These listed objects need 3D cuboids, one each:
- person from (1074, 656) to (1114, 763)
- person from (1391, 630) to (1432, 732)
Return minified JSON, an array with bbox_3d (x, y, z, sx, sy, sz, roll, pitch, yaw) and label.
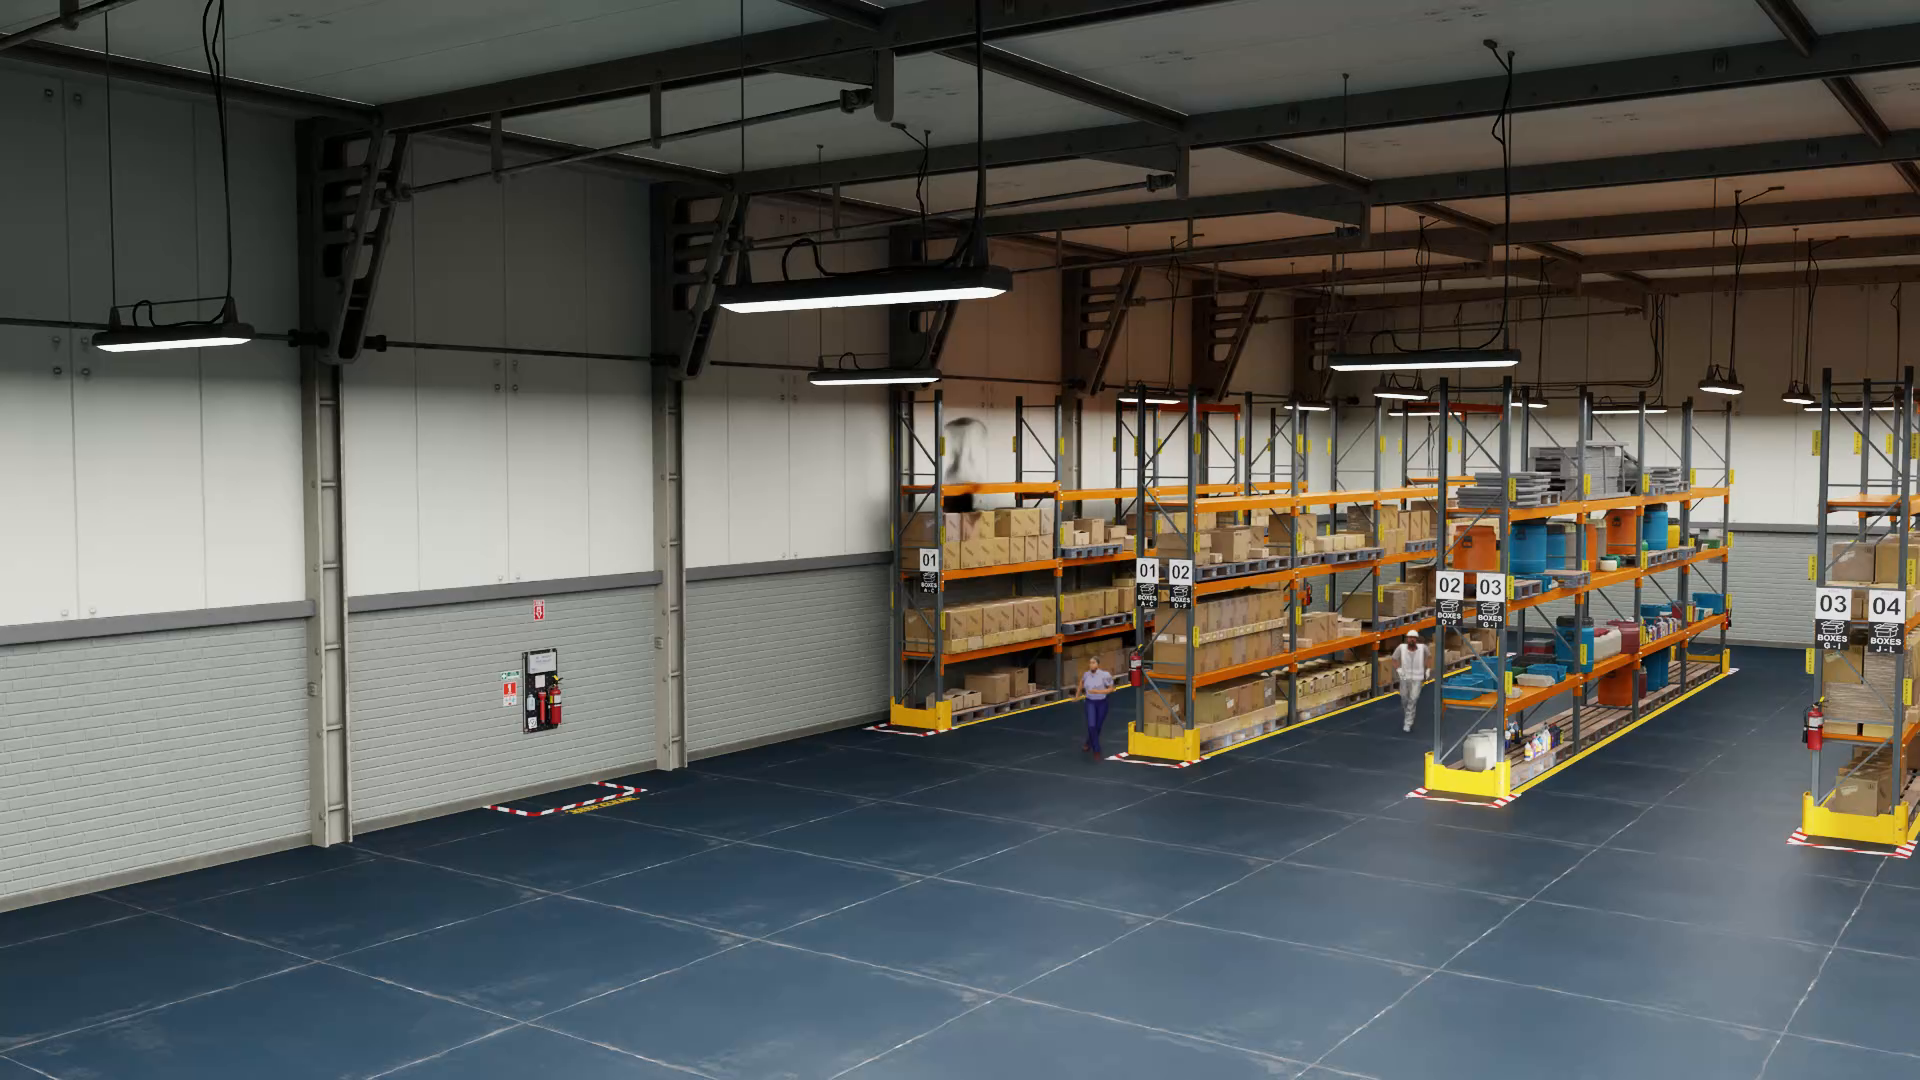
[{"bbox_3d":[2.148,2.696,26.706,0.664,1.670,0.790,1,3,9],"label":"person"},{"bbox_3d":[8.002,2.464,29.497,0.707,1.770,0.972,1,3,17],"label":"person"}]
